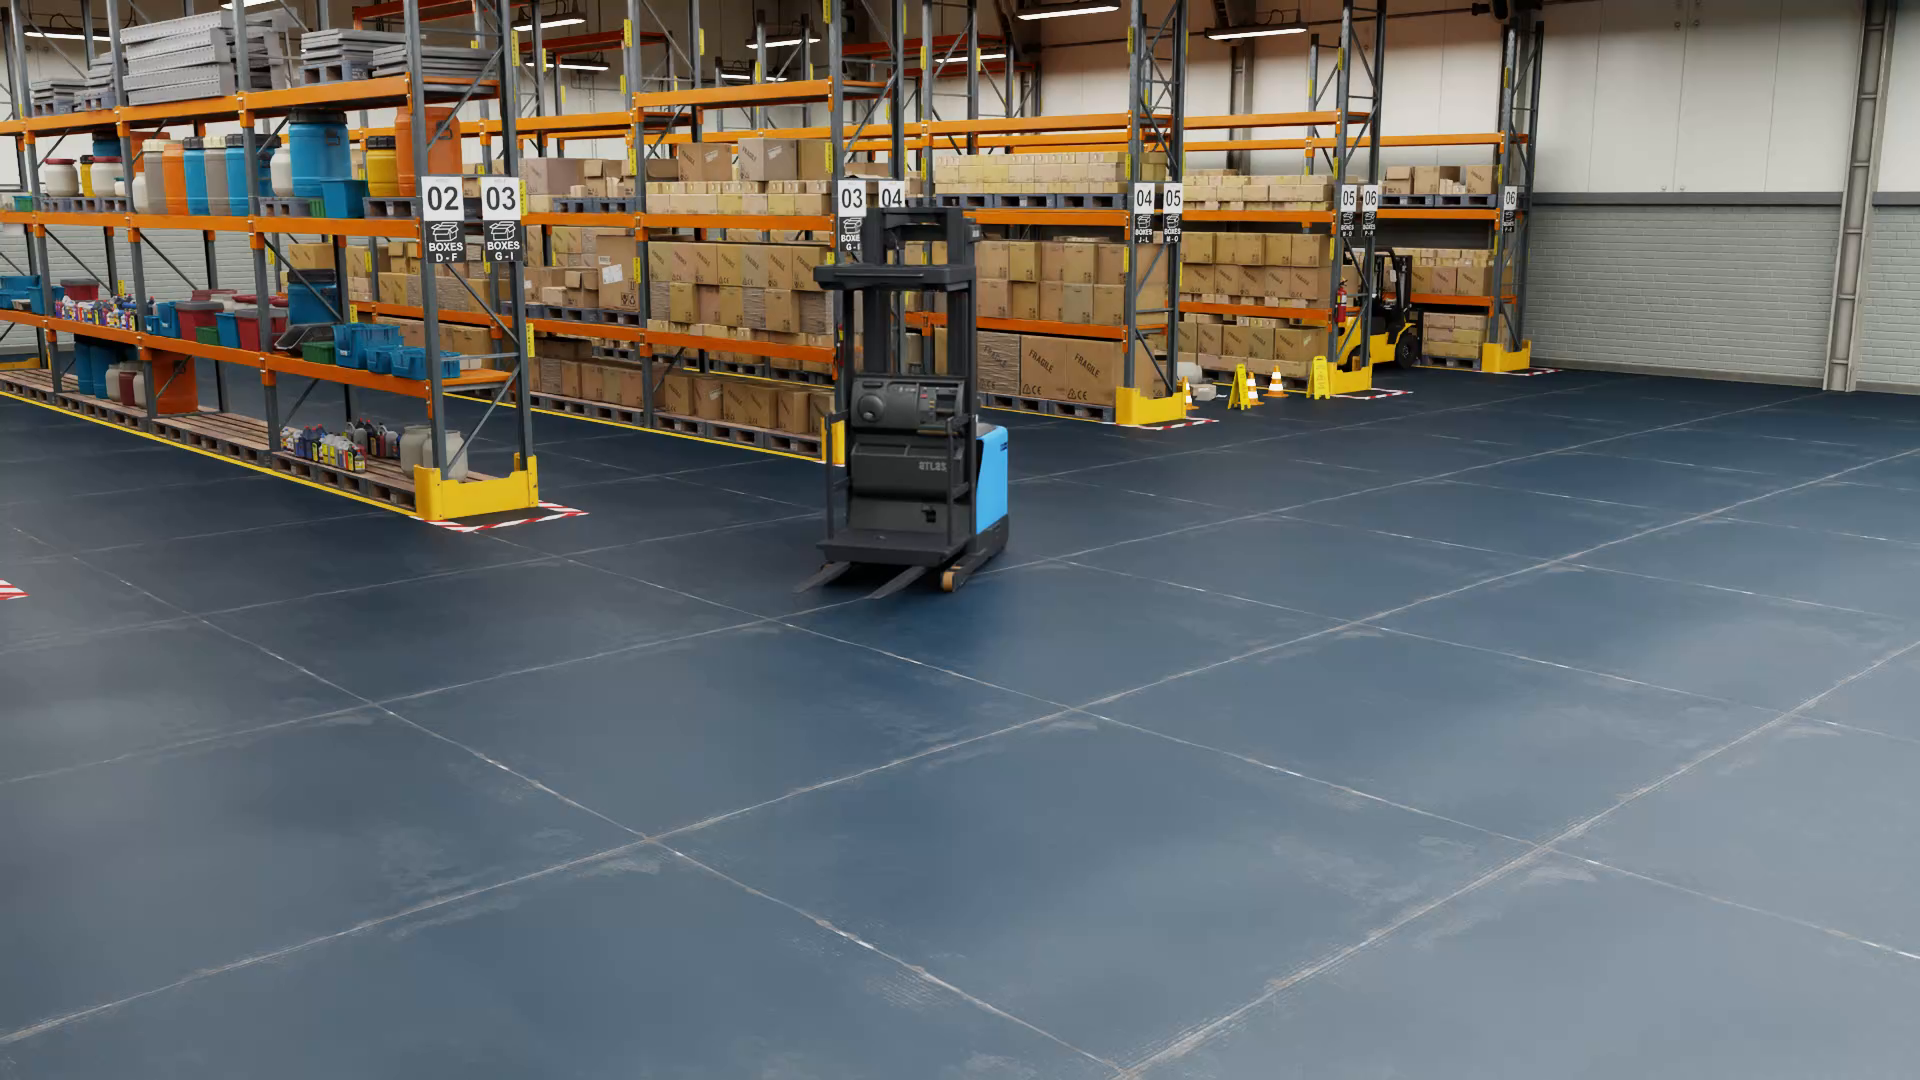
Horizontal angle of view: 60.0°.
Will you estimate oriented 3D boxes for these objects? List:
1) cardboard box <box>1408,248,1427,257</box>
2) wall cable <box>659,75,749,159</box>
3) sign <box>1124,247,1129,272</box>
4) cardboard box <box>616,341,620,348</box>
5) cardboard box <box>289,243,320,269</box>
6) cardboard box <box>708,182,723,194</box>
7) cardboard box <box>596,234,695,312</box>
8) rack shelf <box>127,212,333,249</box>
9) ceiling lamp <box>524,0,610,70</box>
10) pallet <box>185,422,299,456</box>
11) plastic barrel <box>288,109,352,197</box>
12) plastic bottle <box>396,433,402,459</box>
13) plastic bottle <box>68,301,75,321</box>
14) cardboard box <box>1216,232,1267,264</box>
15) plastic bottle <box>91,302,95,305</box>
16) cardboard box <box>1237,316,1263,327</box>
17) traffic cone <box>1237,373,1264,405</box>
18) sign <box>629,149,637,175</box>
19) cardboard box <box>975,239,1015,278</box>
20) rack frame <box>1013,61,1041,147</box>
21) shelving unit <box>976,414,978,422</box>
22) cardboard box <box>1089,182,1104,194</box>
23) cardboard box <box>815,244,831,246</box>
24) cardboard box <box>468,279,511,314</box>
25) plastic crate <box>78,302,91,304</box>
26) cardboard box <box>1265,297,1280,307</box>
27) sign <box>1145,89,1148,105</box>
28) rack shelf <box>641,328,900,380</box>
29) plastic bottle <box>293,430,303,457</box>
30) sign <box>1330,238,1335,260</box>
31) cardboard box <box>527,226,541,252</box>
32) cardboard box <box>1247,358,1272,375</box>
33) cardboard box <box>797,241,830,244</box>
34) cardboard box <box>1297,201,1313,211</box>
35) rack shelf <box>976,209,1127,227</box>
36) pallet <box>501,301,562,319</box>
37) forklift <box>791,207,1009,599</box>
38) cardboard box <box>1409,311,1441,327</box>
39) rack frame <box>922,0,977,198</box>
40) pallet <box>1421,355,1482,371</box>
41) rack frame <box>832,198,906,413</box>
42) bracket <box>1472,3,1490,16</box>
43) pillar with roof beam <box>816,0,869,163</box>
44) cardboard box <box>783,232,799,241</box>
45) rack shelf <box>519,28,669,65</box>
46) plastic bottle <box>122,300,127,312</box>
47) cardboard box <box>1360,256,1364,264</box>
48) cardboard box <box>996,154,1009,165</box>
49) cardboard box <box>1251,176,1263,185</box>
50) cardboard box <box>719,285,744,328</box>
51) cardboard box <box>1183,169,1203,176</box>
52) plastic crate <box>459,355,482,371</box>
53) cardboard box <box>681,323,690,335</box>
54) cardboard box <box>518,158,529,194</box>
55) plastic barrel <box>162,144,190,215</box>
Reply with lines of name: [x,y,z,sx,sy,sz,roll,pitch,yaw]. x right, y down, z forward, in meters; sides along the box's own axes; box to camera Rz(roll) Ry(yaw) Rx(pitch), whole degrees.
cardboard box: [8.357,-5.219,30.219,0.380,0.149,0.250,-10,16,-41]
wall cable: [-6.471,-10.389,42.945,2.988,3.039,0.133,-11,16,-43]
sign: [2.211,-3.725,22.099,0.100,0.325,0.005,-11,16,-43]
cardboard box: [-6.310,-3.735,31.631,0.380,0.149,0.250,-10,16,-41]
cardboard box: [-11.612,-5.033,29.681,0.500,0.500,0.500,11,16,44]
cardboard box: [-2.877,-4.338,20.483,0.380,0.149,0.250,-11,16,-44]
cardboard box: [-4.254,-3.657,22.702,1.000,1.000,1.000,-11,16,-42]
rack shelf: [-8.770,-3.741,19.984,1.077,0.370,4.000,-11,16,-43]
ceiling lamp: [-8.533,-12.006,36.418,2.000,3.185,0.800,-11,16,-43]
pallet: [-8.806,-1.254,20.473,1.003,0.211,1.213,-11,16,-43]
plastic barrel: [-6.779,-4.092,17.624,0.600,0.901,0.708,-11,16,-43]
plastic bottle: [-6.099,-1.030,18.147,0.097,0.271,0.097,0,12,0]
plastic bottle: [-12.556,-3.242,23.532,0.097,0.271,0.097,0,12,0]
cardboard box: [4.598,-4.775,27.193,0.700,0.500,0.500,-11,16,-43]
plastic bottle: [-12.120,-3.204,23.338,0.152,0.276,0.135,-11,16,-43]
cardboard box: [4.727,-3.564,27.085,0.380,0.149,0.250,-10,15,-40]
traffic cone: [4.325,-2.256,24.713,0.336,0.463,0.334,-11,16,-43]
sign: [-4.205,-4.860,21.375,0.100,0.325,0.005,-11,16,-43]
cardboard box: [0.544,-4.178,24.711,0.875,0.550,0.550,-11,16,-43]
rack frame: [1.424,-9.201,37.272,1.000,3.000,0.127,-11,16,-43]
shelving unit: [-0.111,-0.617,14.934,0.503,1.200,0.258,11,16,42]
cardboard box: [1.965,-4.754,22.453,0.380,0.149,0.250,-11,16,-42]
cardboard box: [-1.567,-3.315,20.106,0.500,0.500,0.500,-11,16,-43]
cardboard box: [-7.089,-3.693,25.153,0.500,0.500,0.500,-10,15,-41]
plastic crate: [-13.131,-3.488,24.911,0.396,0.136,0.243,-11,16,-43]
cardboard box: [5.094,-3.817,26.625,0.380,0.149,0.250,-11,16,-42]
sign: [3.800,-9.037,33.962,0.100,0.325,0.005,-11,16,-43]
rack shelf: [-2.425,-2.378,20.803,1.077,0.370,4.000,-11,16,-43]
plastic bottle: [-7.243,-1.063,18.295,0.152,0.276,0.135,-10,15,-41]
sign: [5.708,-4.467,25.507,0.100,0.325,0.005,-11,16,-43]
cardboard box: [-8.318,-6.032,33.293,0.500,0.500,0.500,-11,16,-43]
cardboard box: [5.018,-2.836,27.015,0.500,0.250,0.500,-11,16,-42]
cardboard box: [-2.259,-4.681,27.471,0.700,0.500,0.500,-11,16,-43]
cardboard box: [5.479,-5.210,25.957,0.380,0.149,0.250,-11,16,-42]
rack shelf: [1.980,-5.812,30.037,1.077,0.370,4.000,-11,16,-43]
pallet: [-6.000,-3.423,24.568,1.213,0.211,1.003,-11,16,-43]
forklift: [-0.476,-1.117,13.071,1.130,2.935,3.031,3,12,16]
cardboard box: [8.455,-4.030,30.335,0.500,0.250,0.500,-11,16,-42]
rack frame: [-0.149,-6.637,24.825,1.000,3.000,0.127,-11,16,-43]
pallet: [9.152,-3.252,30.172,1.003,0.211,1.213,-11,16,-43]
rack frame: [-1.044,-2.439,19.314,1.000,3.000,0.127,-11,16,-43]
bracket: [9.338,-9.451,29.565,0.235,0.232,0.430,-11,16,-43]
pillar with roof beam: [-5.662,-9.704,39.713,9.100,9.000,0.548,-11,16,-43]
cardboard box: [-3.392,-6.288,35.273,0.500,0.500,0.500,-11,16,-42]
rack shelf: [-7.055,-9.372,31.646,1.077,0.370,4.000,-11,16,-43]
plastic bottle: [-11.884,-3.277,23.703,0.097,0.271,0.097,0,12,0]
cardboard box: [7.655,-5.222,30.971,0.380,0.149,0.250,-11,16,-43]
cardboard box: [0.736,-5.404,23.632,0.380,0.149,0.250,-11,16,-43]
cardboard box: [4.873,-5.765,26.672,0.250,0.149,0.380,11,16,44]
cardboard box: [-2.487,-2.927,20.701,0.875,0.500,0.500,-11,16,-43]
cardboard box: [4.931,-7.253,33.711,0.700,0.500,0.500,-11,16,-44]
plastic crate: [-5.012,-1.795,16.842,0.298,0.136,0.250,-11,16,-43]
cardboard box: [-3.340,-2.720,21.302,0.380,0.149,0.250,-11,16,-43]
cardboard box: [-6.083,-5.190,23.749,0.500,0.500,0.500,-11,16,-42]
plastic barrel: [-9.289,-4.350,20.093,0.600,0.830,0.708,-11,16,-43]
